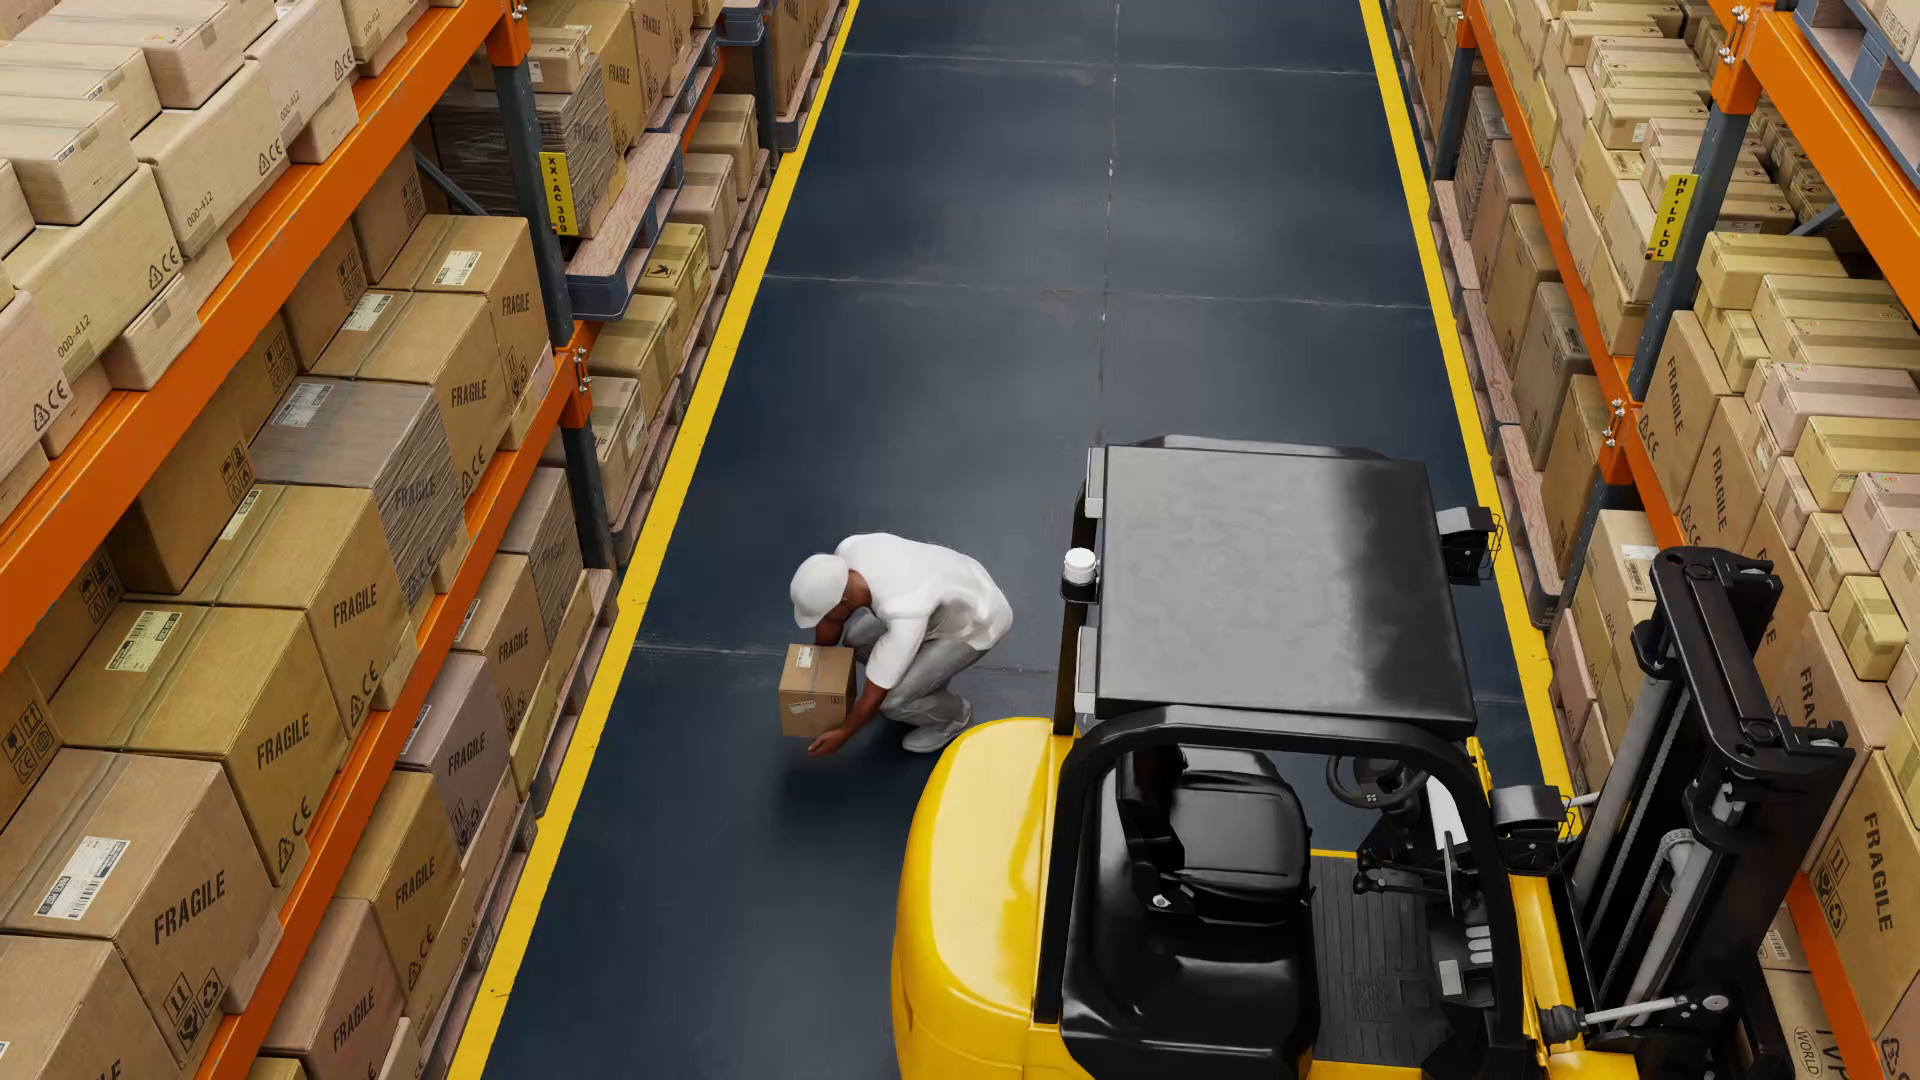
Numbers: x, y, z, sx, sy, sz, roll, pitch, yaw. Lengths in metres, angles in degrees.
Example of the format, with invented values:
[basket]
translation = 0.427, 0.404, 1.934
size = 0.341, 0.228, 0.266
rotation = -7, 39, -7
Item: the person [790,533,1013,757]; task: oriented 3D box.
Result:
[person]
translation = -0.229, 0.369, 6.275
size = 0.889, 1.029, 0.583
rotation = -16, 42, -18
